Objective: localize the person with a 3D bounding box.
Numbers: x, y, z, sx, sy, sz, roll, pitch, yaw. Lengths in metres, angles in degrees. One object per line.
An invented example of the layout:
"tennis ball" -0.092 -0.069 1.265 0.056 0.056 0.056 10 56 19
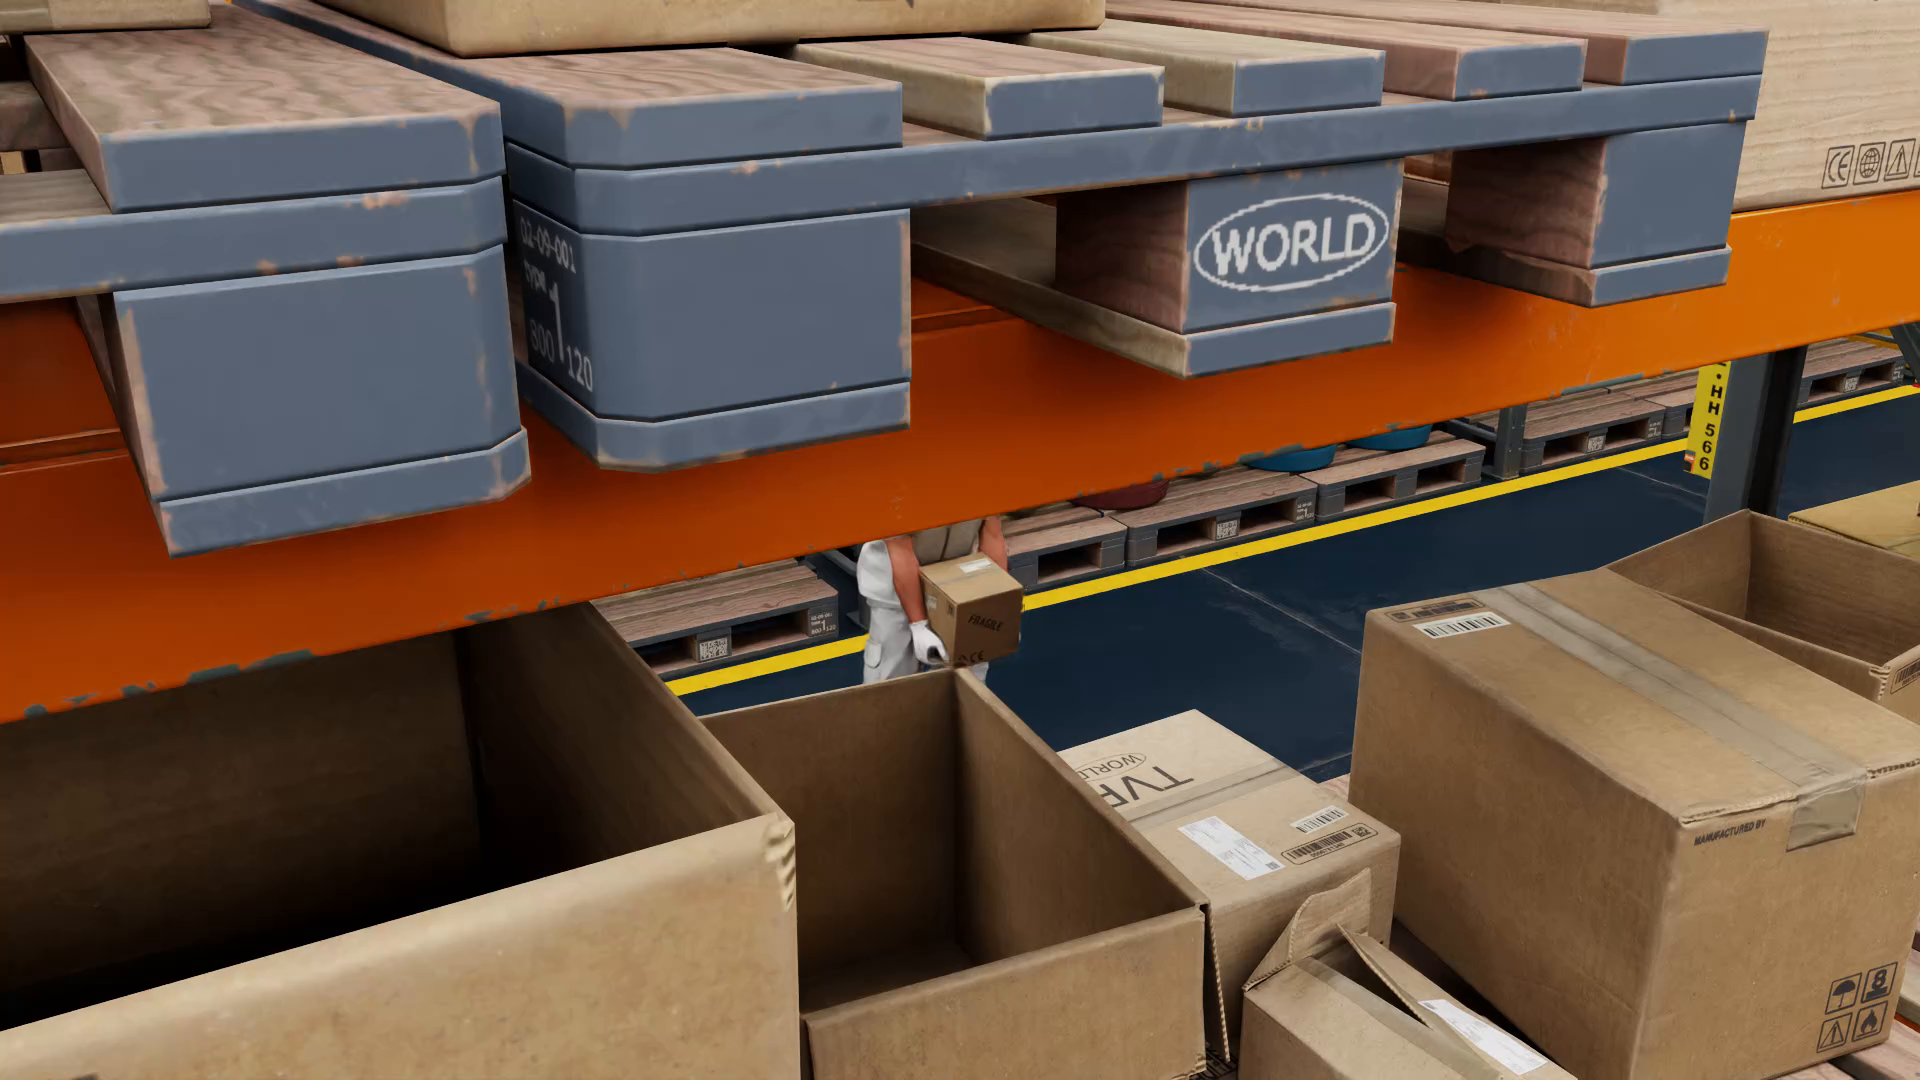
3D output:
"person" -0.064 0.231 5.505 0.491 1.760 0.582 -13 25 -29
